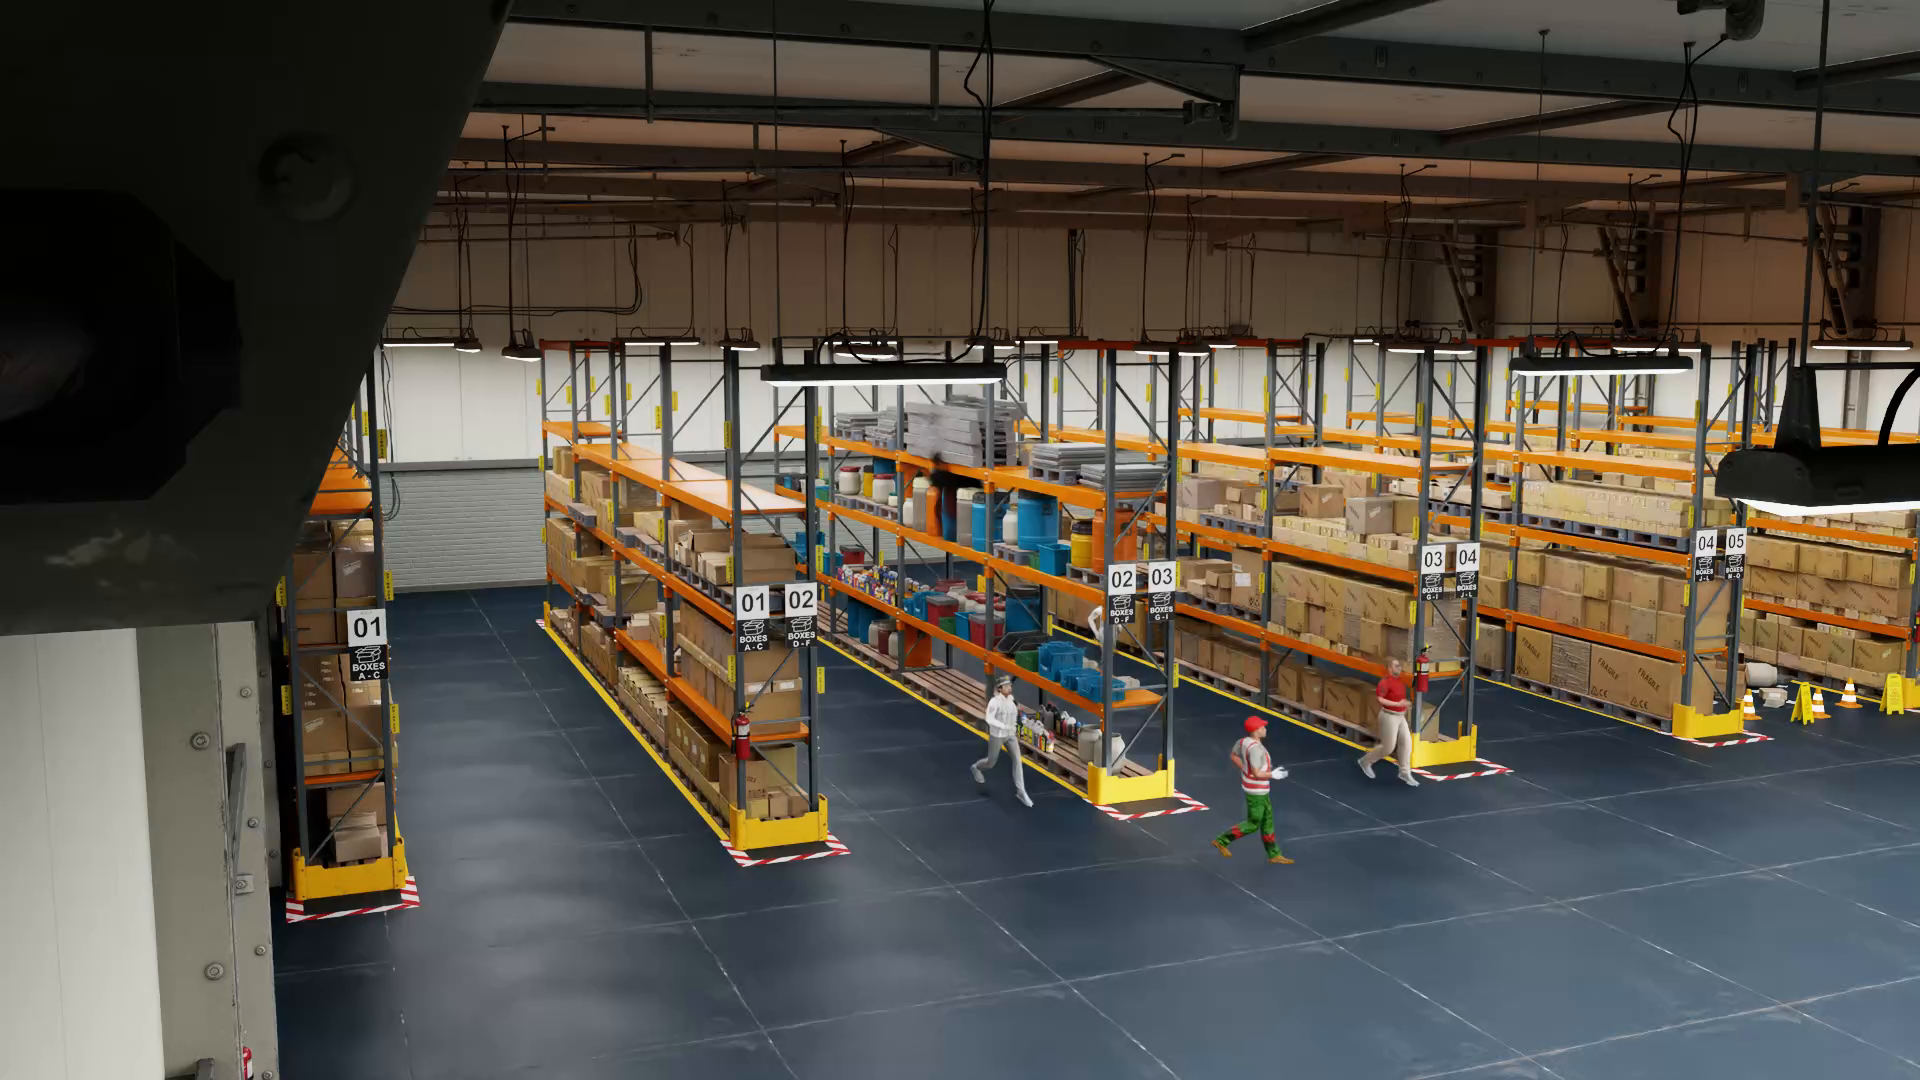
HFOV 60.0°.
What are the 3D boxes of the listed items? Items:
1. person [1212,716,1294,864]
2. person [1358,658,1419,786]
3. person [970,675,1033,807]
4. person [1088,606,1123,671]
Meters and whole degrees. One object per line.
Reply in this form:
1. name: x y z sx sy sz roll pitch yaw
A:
1. person: 3.427 2.922 19.352 0.979 1.780 0.656 0 7 1
2. person: 5.940 2.508 22.977 0.826 1.774 0.665 6 10 39
3. person: 0.535 2.628 22.181 0.581 1.708 1.095 -6 9 -38
4. person: 2.616 1.709 29.240 0.614 1.651 0.597 -3 8 -24
